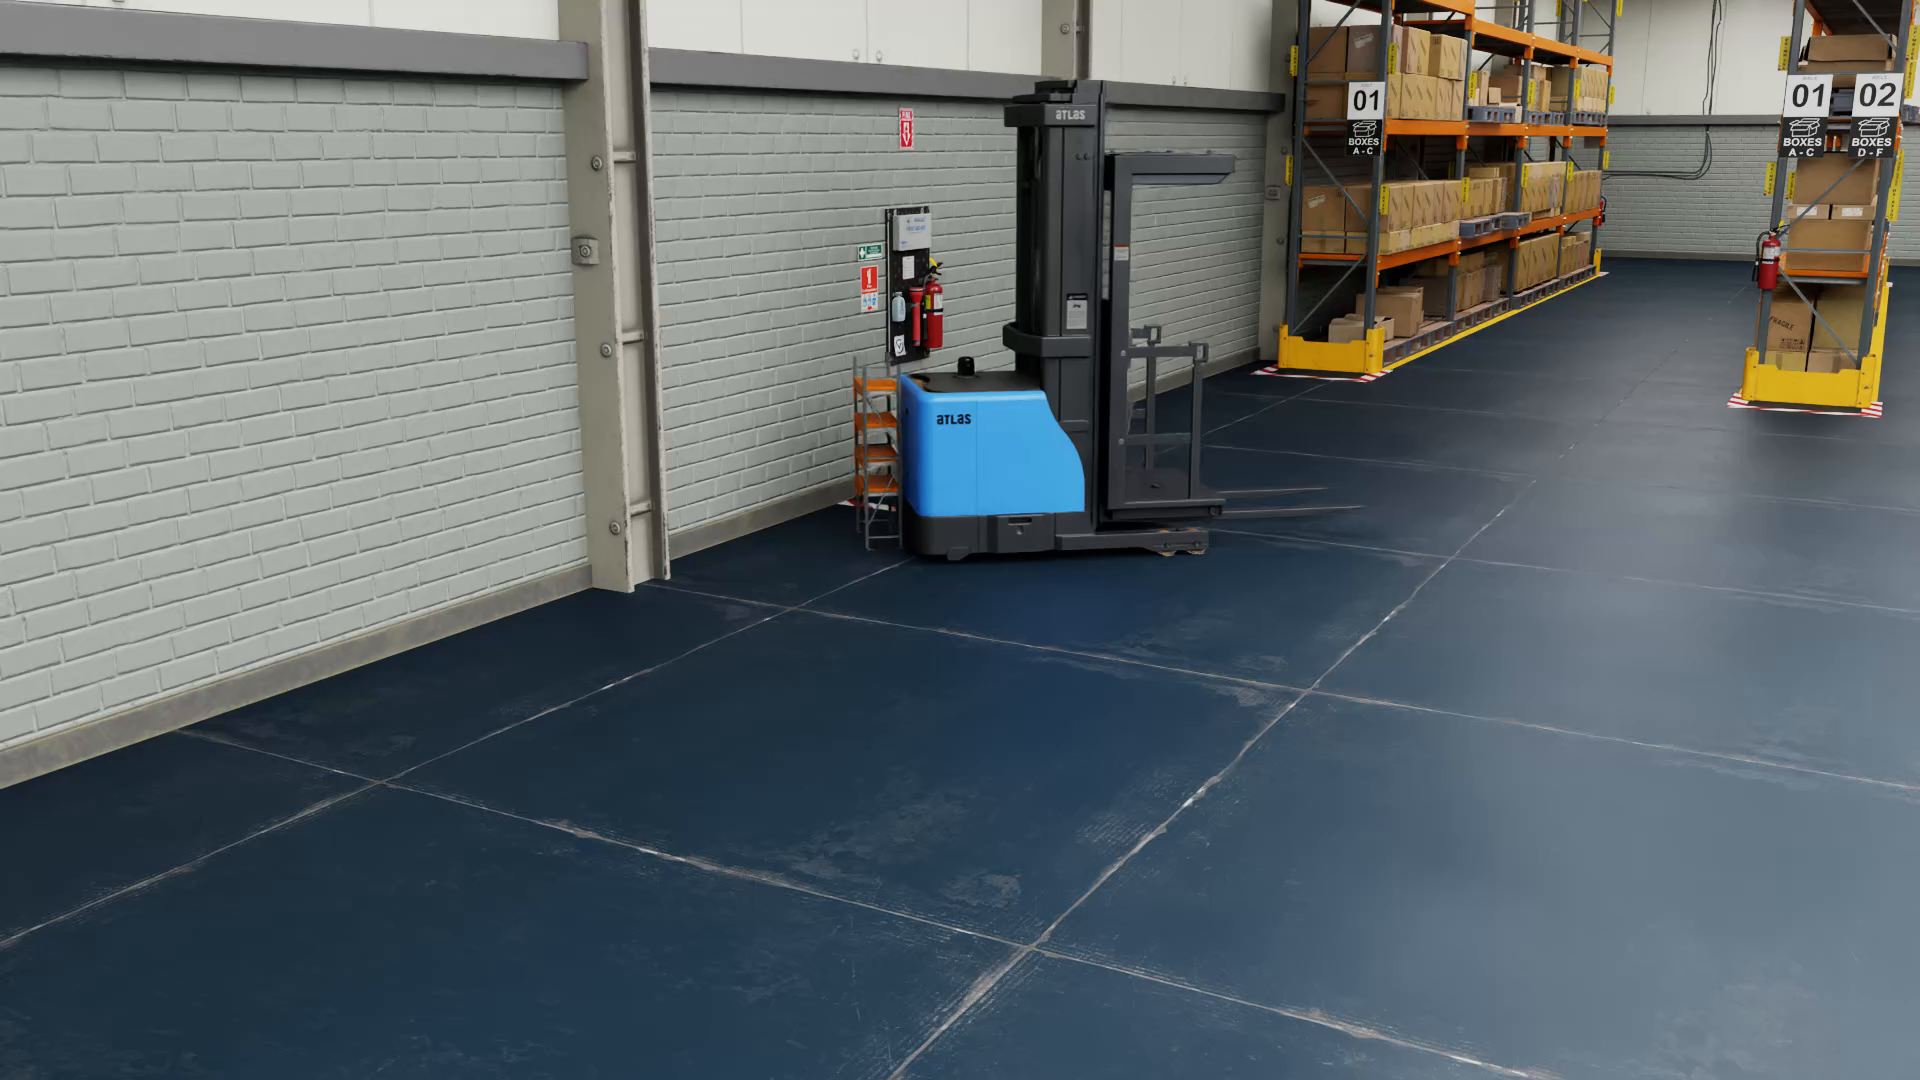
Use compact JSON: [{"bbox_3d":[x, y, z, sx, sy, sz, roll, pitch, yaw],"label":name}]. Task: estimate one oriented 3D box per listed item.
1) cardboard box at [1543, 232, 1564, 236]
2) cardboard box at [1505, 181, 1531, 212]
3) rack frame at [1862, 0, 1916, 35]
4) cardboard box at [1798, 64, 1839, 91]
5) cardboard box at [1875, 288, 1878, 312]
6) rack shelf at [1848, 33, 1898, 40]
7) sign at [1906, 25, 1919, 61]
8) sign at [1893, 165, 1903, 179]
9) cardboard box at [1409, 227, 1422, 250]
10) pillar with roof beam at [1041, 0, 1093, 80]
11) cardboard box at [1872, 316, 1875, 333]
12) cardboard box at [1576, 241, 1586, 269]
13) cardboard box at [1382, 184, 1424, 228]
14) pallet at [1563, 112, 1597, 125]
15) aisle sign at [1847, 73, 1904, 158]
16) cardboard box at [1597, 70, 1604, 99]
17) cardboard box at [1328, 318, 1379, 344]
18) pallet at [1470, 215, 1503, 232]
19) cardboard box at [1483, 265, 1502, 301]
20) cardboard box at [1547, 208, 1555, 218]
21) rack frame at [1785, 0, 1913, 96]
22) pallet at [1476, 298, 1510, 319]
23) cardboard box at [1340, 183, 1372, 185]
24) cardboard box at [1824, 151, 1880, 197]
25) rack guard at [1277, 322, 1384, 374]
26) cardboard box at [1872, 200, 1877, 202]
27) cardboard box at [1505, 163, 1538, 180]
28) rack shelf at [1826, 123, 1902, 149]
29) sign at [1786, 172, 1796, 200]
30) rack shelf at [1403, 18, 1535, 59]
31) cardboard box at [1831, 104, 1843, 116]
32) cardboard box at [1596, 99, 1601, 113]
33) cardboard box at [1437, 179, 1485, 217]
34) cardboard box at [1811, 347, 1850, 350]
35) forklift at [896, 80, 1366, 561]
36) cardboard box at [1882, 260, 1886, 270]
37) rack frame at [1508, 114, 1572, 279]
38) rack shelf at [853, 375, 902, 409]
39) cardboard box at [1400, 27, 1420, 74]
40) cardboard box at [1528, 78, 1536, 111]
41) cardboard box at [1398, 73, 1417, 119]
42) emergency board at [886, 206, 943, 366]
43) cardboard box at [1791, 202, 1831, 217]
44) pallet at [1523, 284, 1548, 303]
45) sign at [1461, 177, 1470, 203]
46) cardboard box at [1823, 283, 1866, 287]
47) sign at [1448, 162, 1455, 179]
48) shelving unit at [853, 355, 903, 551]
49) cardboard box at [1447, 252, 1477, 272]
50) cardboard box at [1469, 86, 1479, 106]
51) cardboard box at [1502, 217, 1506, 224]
[{"bbox_3d":[11.242,-5.751,31.544,0.380,0.149,0.250,8,15,29],"label":"cardboard box"},{"bbox_3d":[8.565,-5.341,25.899,0.500,0.500,0.500,8,16,30],"label":"cardboard box"},{"bbox_3d":[12.444,-7.424,22.626,1.000,3.000,0.127,7,15,28],"label":"rack frame"},{"bbox_3d":[8.902,-4.790,17.226,0.500,0.250,0.500,7,15,28],"label":"cardboard box"},{"bbox_3d":[11.424,-3.092,21.232,0.500,0.311,0.500,7,15,26],"label":"cardboard box"},{"bbox_3d":[13.411,-7.290,24.460,1.077,0.370,4.000,7,15,28],"label":"rack shelf"},{"bbox_3d":[9.060,-4.724,15.792,0.100,0.325,0.005,7,15,28],"label":"sign"},{"bbox_3d":[12.931,-5.008,22.936,0.100,0.325,0.005,7,15,28],"label":"sign"},{"bbox_3d":[5.242,-3.639,20.007,0.500,0.250,0.500,7,15,27],"label":"cardboard box"},{"bbox_3d":[4.688,-4.866,12.016,9.100,9.000,0.400,7,15,28],"label":"pillar with roof beam"},{"bbox_3d":[11.170,-2.714,20.860,0.500,0.250,0.500,8,16,29],"label":"cardboard box"},{"bbox_3d":[11.481,-5.440,31.638,0.700,0.500,0.500,7,15,28],"label":"cardboard box"},{"bbox_3d":[5.235,-3.997,19.891,0.500,0.500,0.500,7,15,26],"label":"cardboard box"},{"bbox_3d":[11.035,-7.720,30.443,1.003,0.211,1.213,7,15,28],"label":"pallet"},{"bbox_3d":[8.813,-4.082,16.017,0.394,0.787,0.004,7,15,28],"label":"aisle sign"},{"bbox_3d":[11.607,-8.429,30.808,0.500,0.500,0.500,8,16,30],"label":"cardboard box"},{"bbox_3d":[4.652,-2.465,19.656,0.500,0.311,0.500,6,15,22],"label":"cardboard box"},{"bbox_3d":[7.185,-4.564,23.973,1.003,0.211,1.213,7,15,28],"label":"pallet"},{"bbox_3d":[7.803,-3.913,25.259,0.700,0.500,0.500,8,16,29],"label":"cardboard box"},{"bbox_3d":[9.782,-5.511,27.987,0.380,0.149,0.250,7,15,28],"label":"cardboard box"},{"bbox_3d":[8.577,-5.782,15.818,1.000,3.000,0.127,7,15,28],"label":"rack frame"},{"bbox_3d":[7.727,-3.552,25.317,1.003,0.211,1.213,7,15,28],"label":"pallet"},{"bbox_3d":[4.778,-4.057,20.140,0.500,0.500,0.500,7,15,27],"label":"cardboard box"},{"bbox_3d":[10.058,-4.170,18.951,0.700,0.500,0.500,7,15,28],"label":"cardboard box"},{"bbox_3d":[4.275,-2.227,19.204,1.175,0.500,0.348,7,15,28],"label":"rack guard"},{"bbox_3d":[9.576,-3.551,17.763,0.380,0.149,0.250,7,15,27],"label":"cardboard box"},{"bbox_3d":[8.810,-5.810,26.240,0.500,0.250,0.500,7,15,27],"label":"cardboard box"},{"bbox_3d":[11.477,-5.205,21.360,1.077,0.370,4.000,7,15,28],"label":"rack shelf"},{"bbox_3d":[10.031,-4.271,20.046,0.100,0.325,0.005,7,15,28],"label":"sign"},{"bbox_3d":[7.139,-7.030,23.380,1.077,0.370,4.000,7,15,28],"label":"rack shelf"},{"bbox_3d":[12.625,-6.107,23.353,0.910,0.500,0.500,7,15,28],"label":"cardboard box"},{"bbox_3d":[11.601,-8.060,30.876,0.500,0.250,0.500,7,15,26],"label":"cardboard box"},{"bbox_3d":[7.015,-4.863,23.651,0.700,0.500,0.500,10,17,36],"label":"cardboard box"},{"bbox_3d":[9.269,-1.921,17.574,0.500,0.250,0.500,7,15,28],"label":"cardboard box"},{"bbox_3d":[1.136,-1.441,10.756,3.031,2.935,1.130,-2,14,-10],"label":"forklift"},{"bbox_3d":[14.390,-4.193,26.420,0.500,0.500,0.500,7,15,28],"label":"cardboard box"},{"bbox_3d":[10.040,-5.888,29.058,1.000,3.000,0.127,7,15,28],"label":"rack frame"},{"bbox_3d":[-0.539,-0.960,10.776,0.258,0.148,0.480,-3,14,-10],"label":"rack shelf"},{"bbox_3d":[4.924,-5.578,18.980,0.500,0.500,0.500,7,15,27],"label":"cardboard box"},{"bbox_3d":[8.779,-7.121,26.620,0.700,0.500,0.500,8,16,31],"label":"cardboard box"},{"bbox_3d":[4.910,-5.089,19.088,0.500,0.500,0.500,9,16,32],"label":"cardboard box"},{"bbox_3d":[-0.309,-1.934,12.657,0.194,1.169,0.643,7,15,28],"label":"emergency board"},{"bbox_3d":[8.720,-3.384,17.072,0.380,0.149,0.250,8,16,29],"label":"cardboard box"},{"bbox_3d":[9.144,-4.115,27.651,1.003,0.211,1.213,7,15,28],"label":"pallet"},{"bbox_3d":[6.651,-4.608,21.900,0.100,0.325,0.005,7,15,28],"label":"sign"},{"bbox_3d":[10.226,-2.698,19.193,0.500,0.500,0.500,7,15,28],"label":"cardboard box"},{"bbox_3d":[7.618,-5.693,25.777,0.100,0.325,0.005,7,15,28],"label":"sign"},{"bbox_3d":[-0.538,-0.578,10.868,0.258,1.200,0.503,-3,14,-10],"label":"shelving unit"},{"bbox_3d":[7.229,-4.061,24.275,0.500,0.250,0.500,7,15,28],"label":"cardboard box"},{"bbox_3d":[6.804,-6.096,22.812,0.500,0.311,0.500,8,16,30],"label":"cardboard box"},{"bbox_3d":[8.468,-4.997,25.853,0.380,0.149,0.250,7,15,27],"label":"cardboard box"}]
